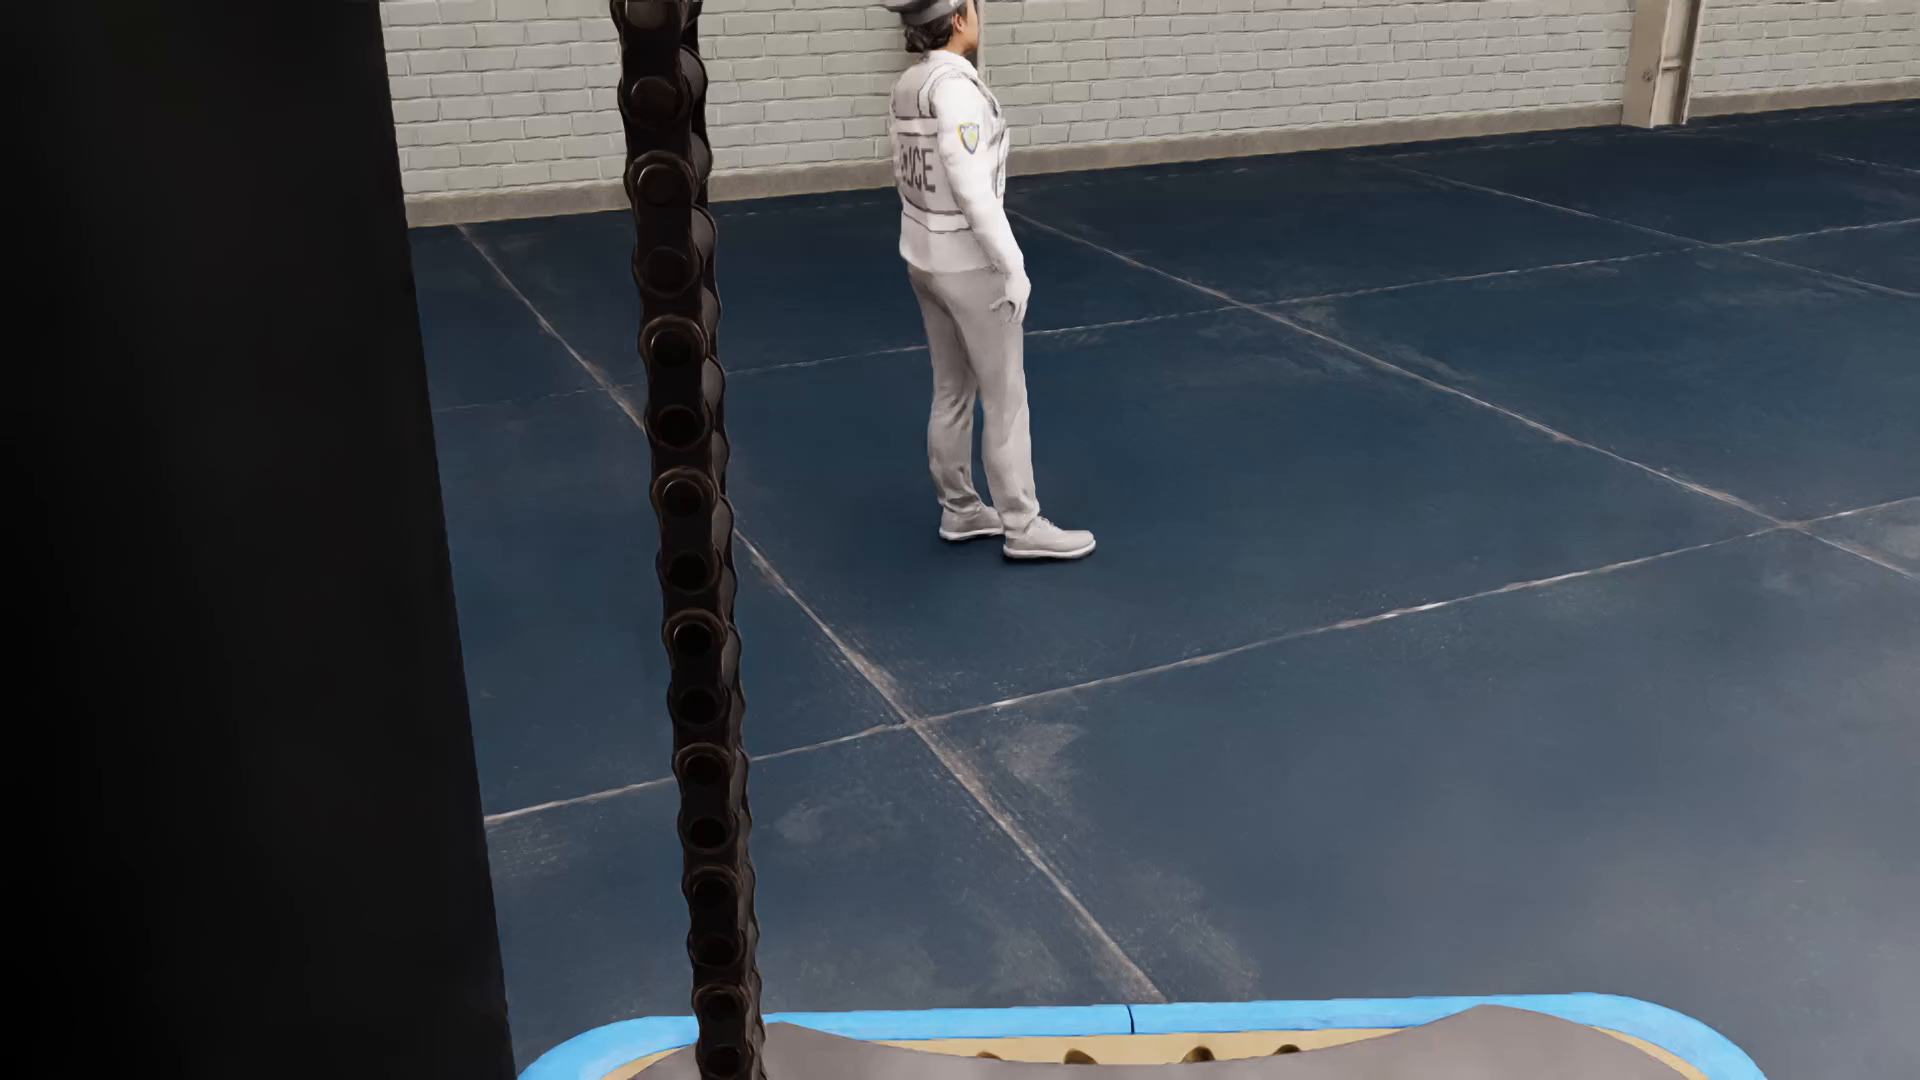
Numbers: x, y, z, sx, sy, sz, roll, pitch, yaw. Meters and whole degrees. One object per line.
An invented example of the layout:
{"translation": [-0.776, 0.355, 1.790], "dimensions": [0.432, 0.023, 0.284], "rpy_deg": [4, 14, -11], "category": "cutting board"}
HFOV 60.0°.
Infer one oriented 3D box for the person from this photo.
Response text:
{"translation": [0.064, -0.798, 4.799], "dimensions": [0.532, 1.695, 0.586], "rpy_deg": [-10, 25, -23], "category": "person"}
